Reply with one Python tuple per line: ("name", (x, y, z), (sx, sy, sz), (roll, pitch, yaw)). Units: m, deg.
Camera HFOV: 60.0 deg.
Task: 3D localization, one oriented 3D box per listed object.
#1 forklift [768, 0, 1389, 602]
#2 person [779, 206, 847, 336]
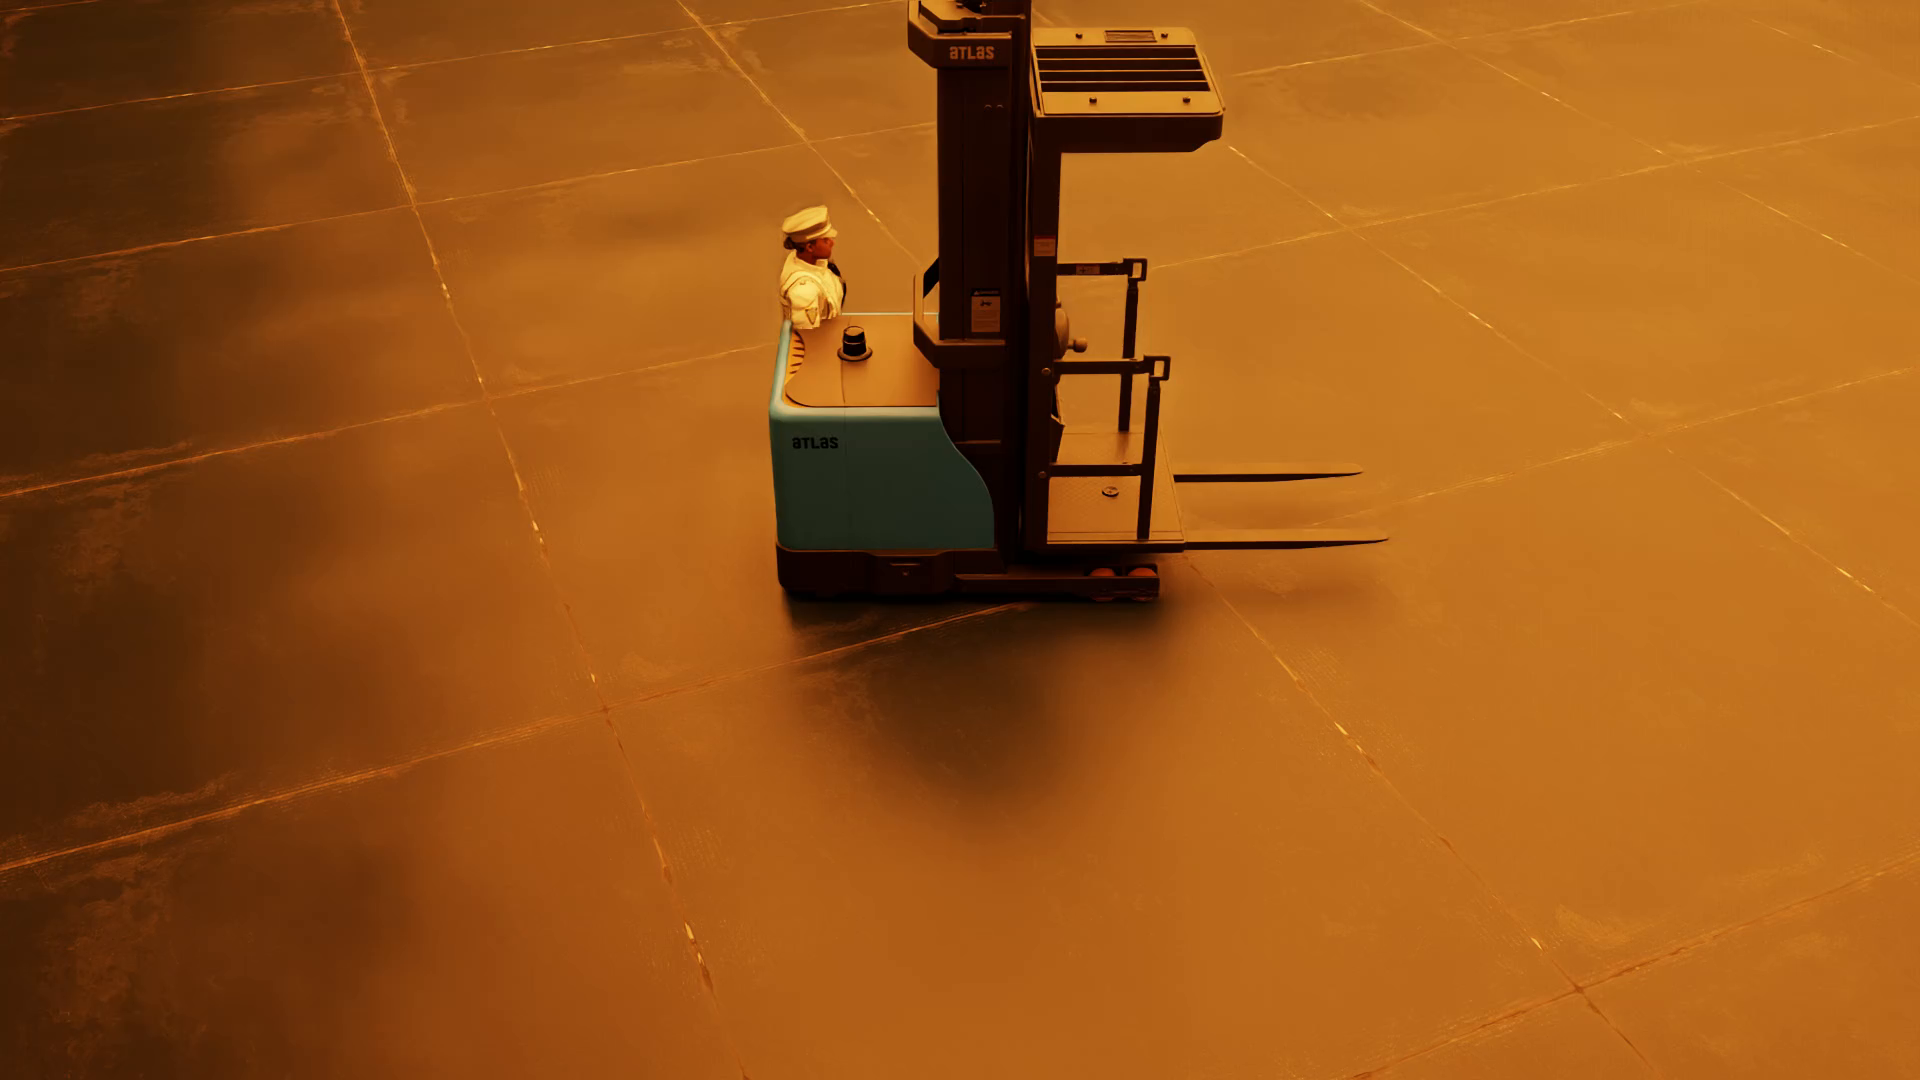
("forklift", (0.610, -1.199, 7.785), (3.031, 2.935, 1.130), (0, 35, -1))
("person", (-0.620, -0.942, 8.551), (0.575, 1.614, 0.654), (3, 36, 4))
